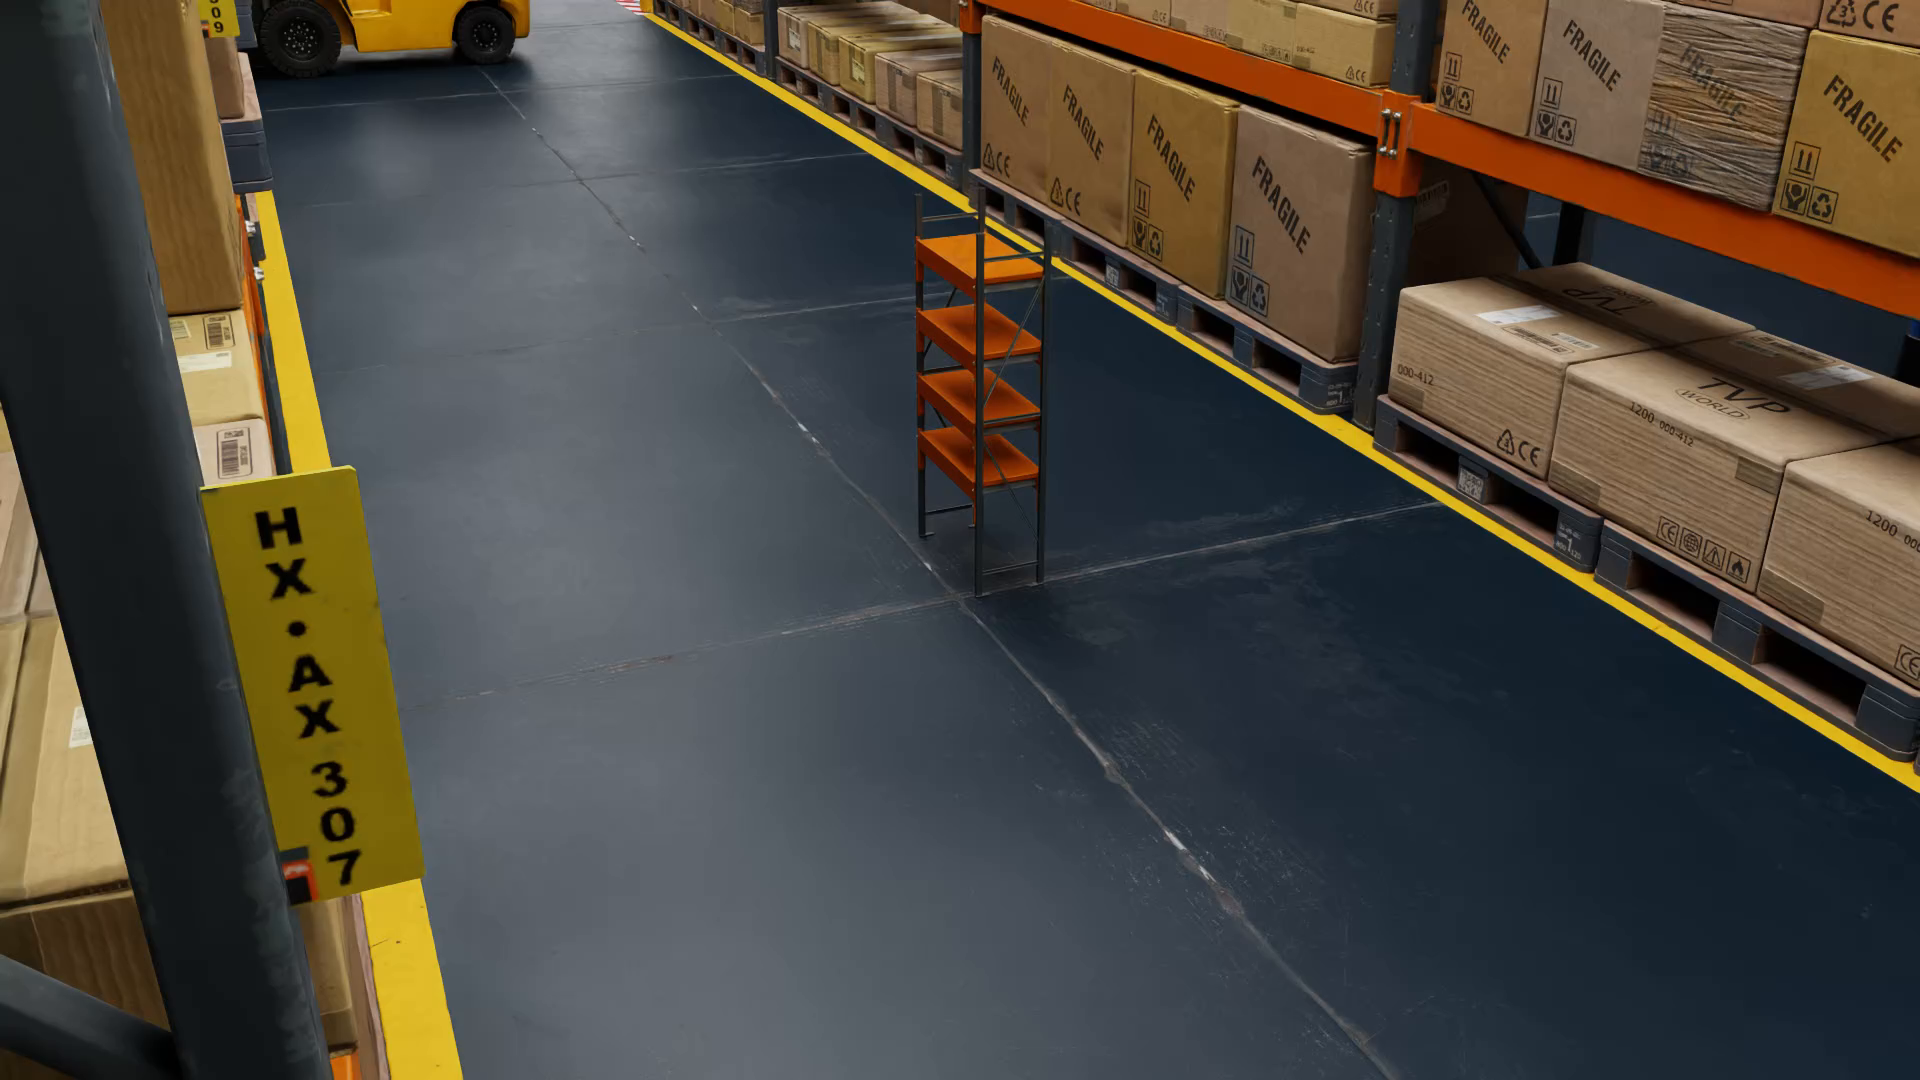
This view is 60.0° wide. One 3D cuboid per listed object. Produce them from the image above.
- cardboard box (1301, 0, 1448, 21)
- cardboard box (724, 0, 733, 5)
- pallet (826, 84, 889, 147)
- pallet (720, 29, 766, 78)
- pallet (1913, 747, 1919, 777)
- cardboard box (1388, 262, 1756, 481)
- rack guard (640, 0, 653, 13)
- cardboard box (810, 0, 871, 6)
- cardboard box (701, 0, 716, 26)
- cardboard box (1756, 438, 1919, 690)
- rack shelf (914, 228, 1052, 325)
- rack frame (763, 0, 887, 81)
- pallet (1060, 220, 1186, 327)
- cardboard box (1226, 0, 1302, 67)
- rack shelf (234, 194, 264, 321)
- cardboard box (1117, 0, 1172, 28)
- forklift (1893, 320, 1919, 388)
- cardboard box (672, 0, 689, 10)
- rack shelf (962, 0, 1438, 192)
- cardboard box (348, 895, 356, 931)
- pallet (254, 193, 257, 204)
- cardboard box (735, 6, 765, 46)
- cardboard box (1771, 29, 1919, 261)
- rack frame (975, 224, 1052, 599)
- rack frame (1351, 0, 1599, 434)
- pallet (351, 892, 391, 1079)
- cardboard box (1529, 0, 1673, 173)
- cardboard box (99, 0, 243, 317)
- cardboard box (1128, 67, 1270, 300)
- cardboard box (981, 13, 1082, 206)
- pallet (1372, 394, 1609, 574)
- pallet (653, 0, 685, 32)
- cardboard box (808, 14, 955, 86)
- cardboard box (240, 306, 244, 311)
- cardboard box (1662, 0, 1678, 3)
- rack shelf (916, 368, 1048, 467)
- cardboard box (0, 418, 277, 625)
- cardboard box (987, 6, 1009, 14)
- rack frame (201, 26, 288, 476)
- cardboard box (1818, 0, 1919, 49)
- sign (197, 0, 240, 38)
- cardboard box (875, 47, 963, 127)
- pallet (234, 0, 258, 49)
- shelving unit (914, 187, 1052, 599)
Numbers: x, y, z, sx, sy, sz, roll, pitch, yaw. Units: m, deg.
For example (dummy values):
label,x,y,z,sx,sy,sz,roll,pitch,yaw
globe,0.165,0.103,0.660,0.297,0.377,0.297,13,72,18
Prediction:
label,x,y,z,sx,sy,sz,roll,pitch,yaw
cardboard box,1.668,-2.173,6.384,0.500,0.250,0.500,-11,28,-21
cardboard box,-1.748,-4.797,13.958,0.500,0.500,0.500,-10,28,-20
pallet,-0.281,-3.049,11.755,1.003,0.211,1.213,-11,28,-21
pallet,-1.364,-4.122,13.951,1.003,0.211,1.213,-11,28,-21
pallet,3.246,0.679,4.120,1.003,0.211,1.213,-11,28,-21
cardboard box,2.211,-0.645,6.095,0.875,0.438,0.875,-11,28,-21
rack guard,-2.605,-5.570,16.589,1.175,0.500,0.348,-11,28,-21
cardboard box,-1.051,-4.684,13.726,0.500,0.500,0.500,-9,27,-18
cardboard box,-1.960,-4.675,14.561,0.500,0.250,0.500,-10,28,-20
cardboard box,2.914,0.080,4.609,0.875,0.438,0.875,-10,28,-19
rack shelf,0.065,-0.825,5.177,0.258,0.148,0.480,-11,28,-21
rack frame,-1.069,-5.110,12.796,1.000,3.000,0.127,-11,28,-21
pallet,1.211,-1.419,8.415,1.003,0.211,1.213,-11,28,-21
cardboard box,1.458,-2.156,6.918,0.500,0.250,0.500,-11,28,-21
rack shelf,-3.285,-1.510,6.243,1.077,0.370,4.000,-11,28,-21
cardboard box,1.072,-2.571,7.768,0.500,0.250,0.500,-11,28,-21
forklift,5.211,-2.193,6.901,1.130,2.935,3.031,22,34,38
cardboard box,-2.381,-5.097,15.426,0.500,0.250,0.500,-10,28,-19
rack shelf,1.281,-2.364,7.993,1.077,0.370,4.000,-11,28,-21
cardboard box,-1.501,0.678,3.313,0.500,0.500,0.500,-10,28,-20
pallet,-4.828,-2.218,10.052,1.003,0.211,1.213,-11,28,-21
cardboard box,-1.548,-4.255,13.702,0.500,0.250,0.500,-9,28,-18
cardboard box,2.591,-1.077,4.423,0.500,0.500,0.500,-10,28,-19
rack frame,0.160,-0.374,5.148,0.240,1.200,0.015,-11,28,-21
rack frame,2.064,-1.880,6.182,1.000,3.000,0.127,-11,28,-21
pallet,-1.752,0.998,3.465,1.003,0.211,1.213,-11,28,-21
cardboard box,2.200,-1.487,5.262,0.500,0.500,0.500,-10,28,-20
cardboard box,-1.453,-0.649,2.638,0.500,0.500,0.500,-10,28,-19
cardboard box,1.387,-1.714,7.784,0.875,0.875,0.875,-10,28,-19
cardboard box,0.692,-2.436,9.263,0.875,0.875,0.875,-11,28,-21
pallet,2.290,-0.306,6.137,1.003,0.211,1.213,-11,28,-21
pallet,-2.320,-5.107,15.968,1.003,0.211,1.213,-11,28,-21
cardboard box,-0.576,-3.616,12.255,0.950,0.372,0.625,-9,27,-17
cardboard box,-1.685,-0.525,3.238,0.500,0.250,0.500,-11,28,-21
cardboard box,2.220,-1.935,5.042,0.500,0.500,0.500,-11,28,-21
rack shelf,0.065,-0.412,5.379,0.258,0.148,0.480,-11,28,-21
cardboard box,-1.063,0.090,1.979,0.500,0.250,0.500,-10,28,-20
cardboard box,0.557,-4.645,13.830,0.500,0.500,0.500,-11,28,-21
rack frame,-2.502,-1.026,4.432,1.000,3.000,0.127,-11,28,-21
cardboard box,2.605,-1.523,4.196,0.500,0.500,0.500,-11,28,-21
sign,-2.005,-1.511,4.439,0.100,0.325,0.005,-11,28,-21
cardboard box,-0.011,-3.029,11.051,0.950,0.372,0.625,-11,28,-22
pallet,-3.738,-2.293,7.245,1.213,0.211,1.003,-11,28,-21
shelving unit,0.065,-0.472,5.350,0.258,1.200,0.503,-11,28,-21
